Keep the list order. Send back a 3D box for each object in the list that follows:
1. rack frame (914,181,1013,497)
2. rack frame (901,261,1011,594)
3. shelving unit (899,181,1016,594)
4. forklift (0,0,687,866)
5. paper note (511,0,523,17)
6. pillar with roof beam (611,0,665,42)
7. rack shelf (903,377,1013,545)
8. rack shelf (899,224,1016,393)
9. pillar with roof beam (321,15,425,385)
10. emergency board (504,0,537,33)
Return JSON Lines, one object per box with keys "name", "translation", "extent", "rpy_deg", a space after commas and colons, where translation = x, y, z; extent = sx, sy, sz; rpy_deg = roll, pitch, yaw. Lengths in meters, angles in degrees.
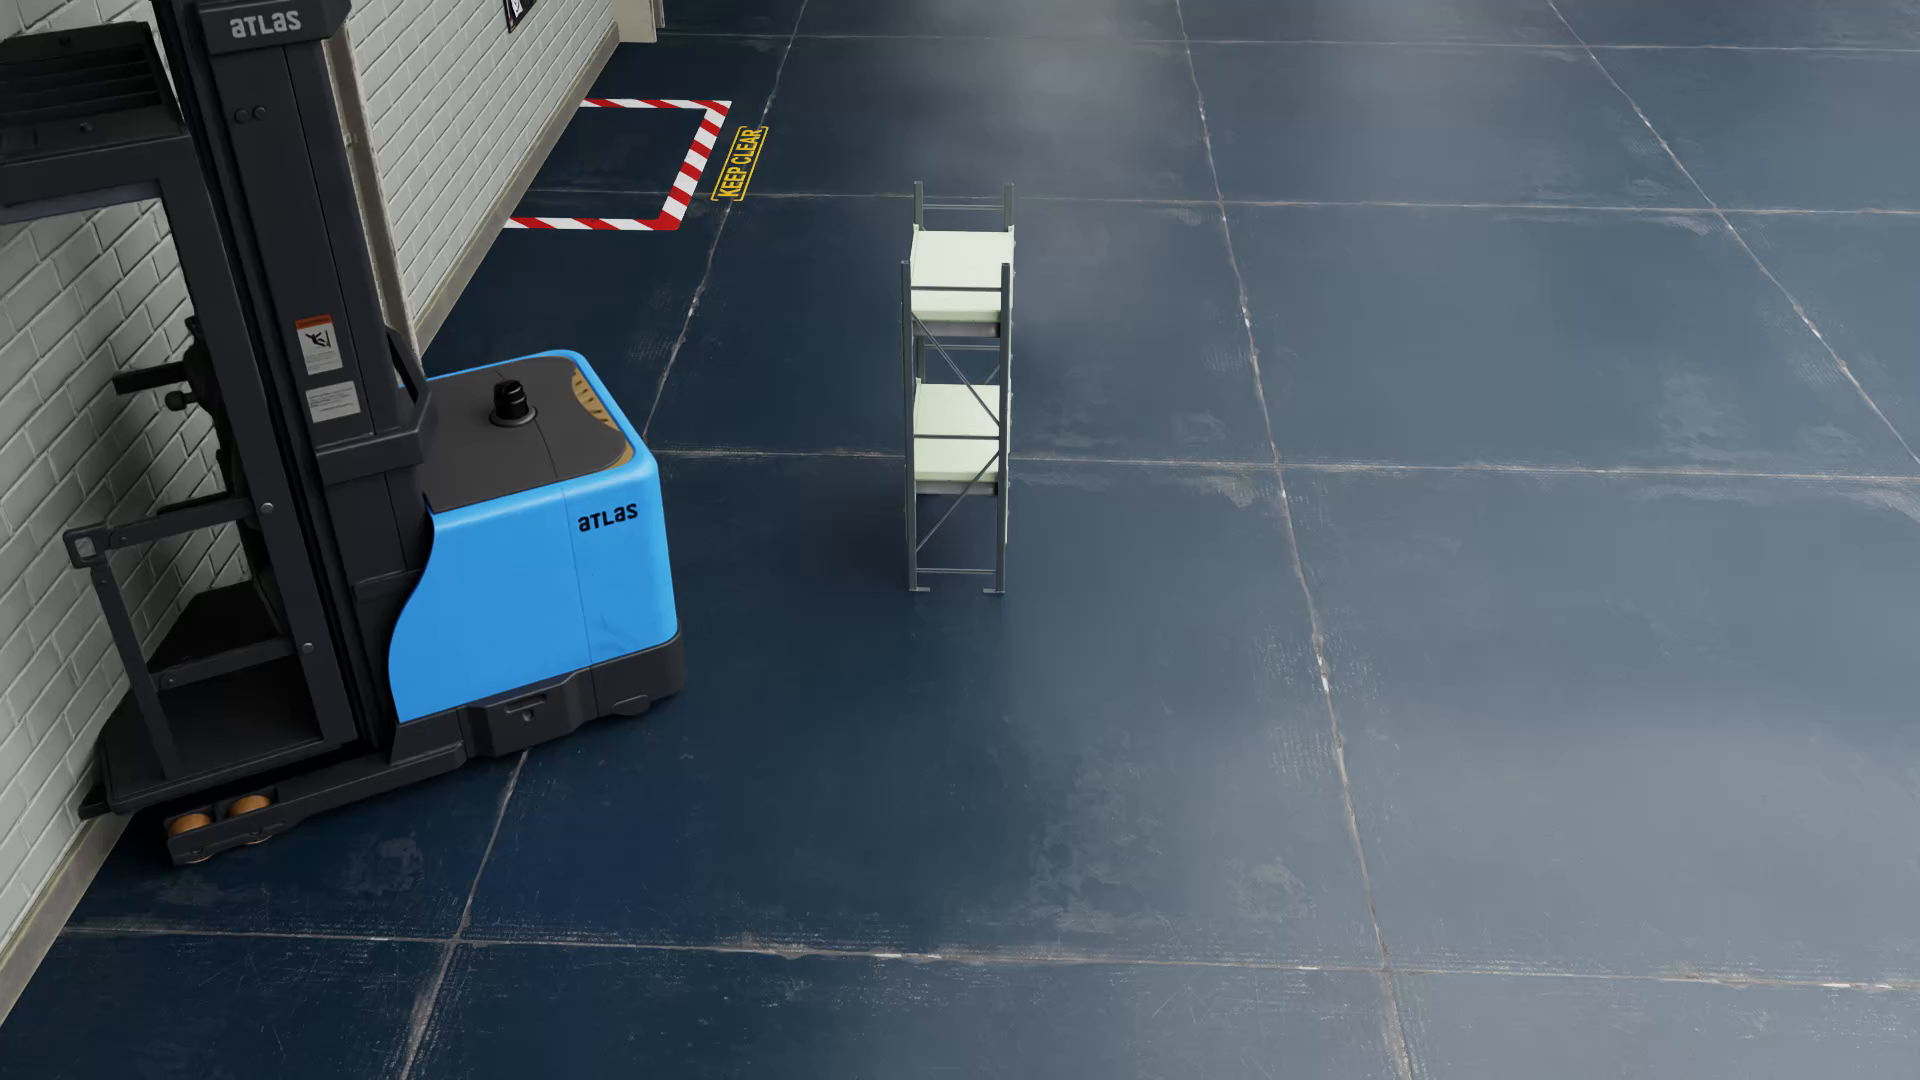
{"name": "rack frame", "translation": [0.014, -0.820, 7.113], "extent": [0.400, 1.500, 0.023], "rpy_deg": [1, 35, 2]}
{"name": "rack frame", "translation": [-0.015, -0.399, 6.514], "extent": [0.400, 1.500, 0.023], "rpy_deg": [1, 35, 2]}
{"name": "shelving unit", "translation": [0.000, -0.610, 6.813], "extent": [0.431, 1.500, 0.755], "rpy_deg": [1, 35, 2]}
{"name": "forklift", "translation": [-2.592, -0.445, 5.334], "extent": [3.031, 2.935, 1.130], "rpy_deg": [-17, 38, -22]}
{"name": "paper note", "translation": [-2.673, -3.245, 10.024], "extent": [0.016, 0.148, 0.142], "rpy_deg": [1, 35, 2]}
{"name": "pillar with roof beam", "translation": [1.842, -7.479, 10.066], "extent": [9.100, 9.000, 0.400], "rpy_deg": [1, 35, 2]}
{"name": "rack shelf", "translation": [0.000, -0.343, 7.001], "extent": [0.431, 0.370, 0.720], "rpy_deg": [1, 35, 2]}
{"name": "rack shelf", "translation": [0.000, -0.929, 6.589], "extent": [0.431, 0.370, 0.720], "rpy_deg": [1, 35, 2]}
{"name": "pillar with roof beam", "translation": [1.601, -4.032, 5.161], "extent": [9.100, 9.000, 0.400], "rpy_deg": [1, 35, 2]}
{"name": "emergency board", "translation": [-2.616, -3.700, 9.907], "extent": [0.157, 1.169, 0.626], "rpy_deg": [1, 35, 2]}
